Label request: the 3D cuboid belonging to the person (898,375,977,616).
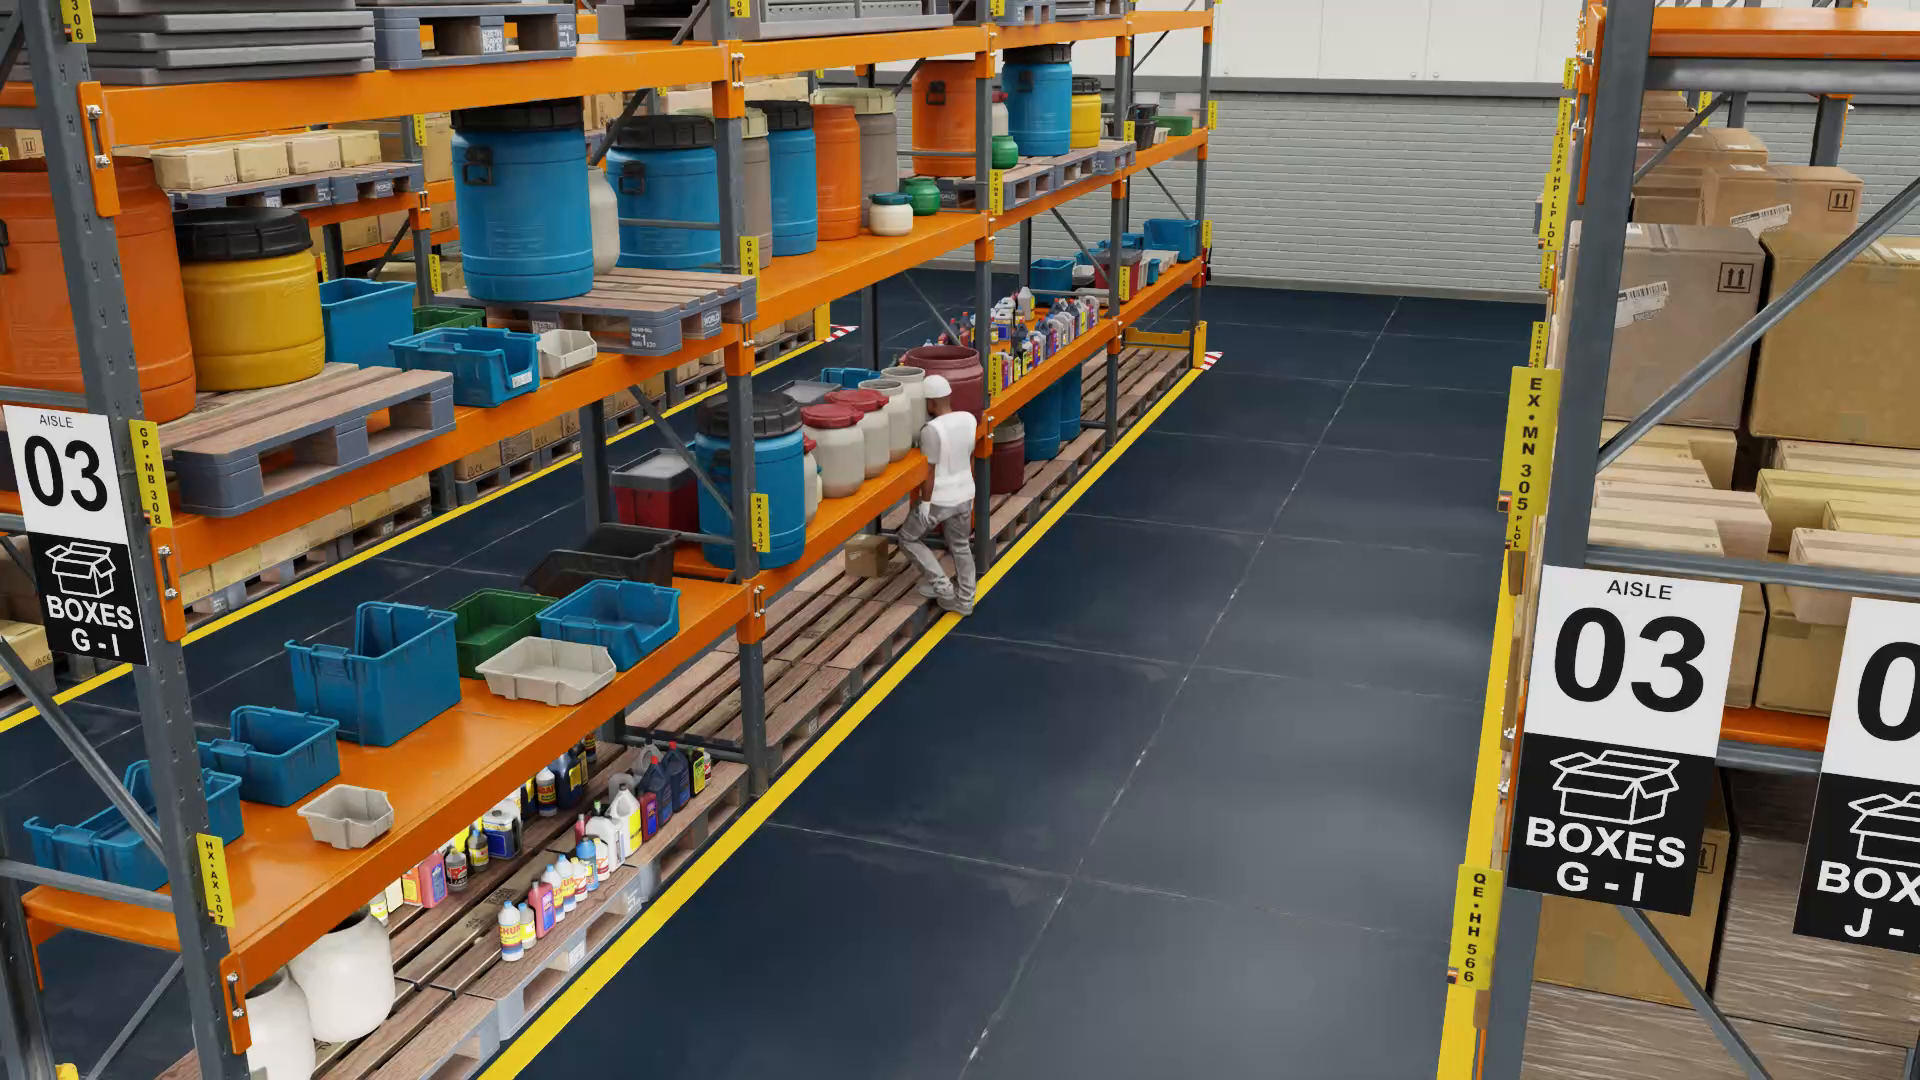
[{"bbox_3d":[-0.155,-0.296,11.855,0.465,1.787,0.545,14,23,35],"label":"person"}]
